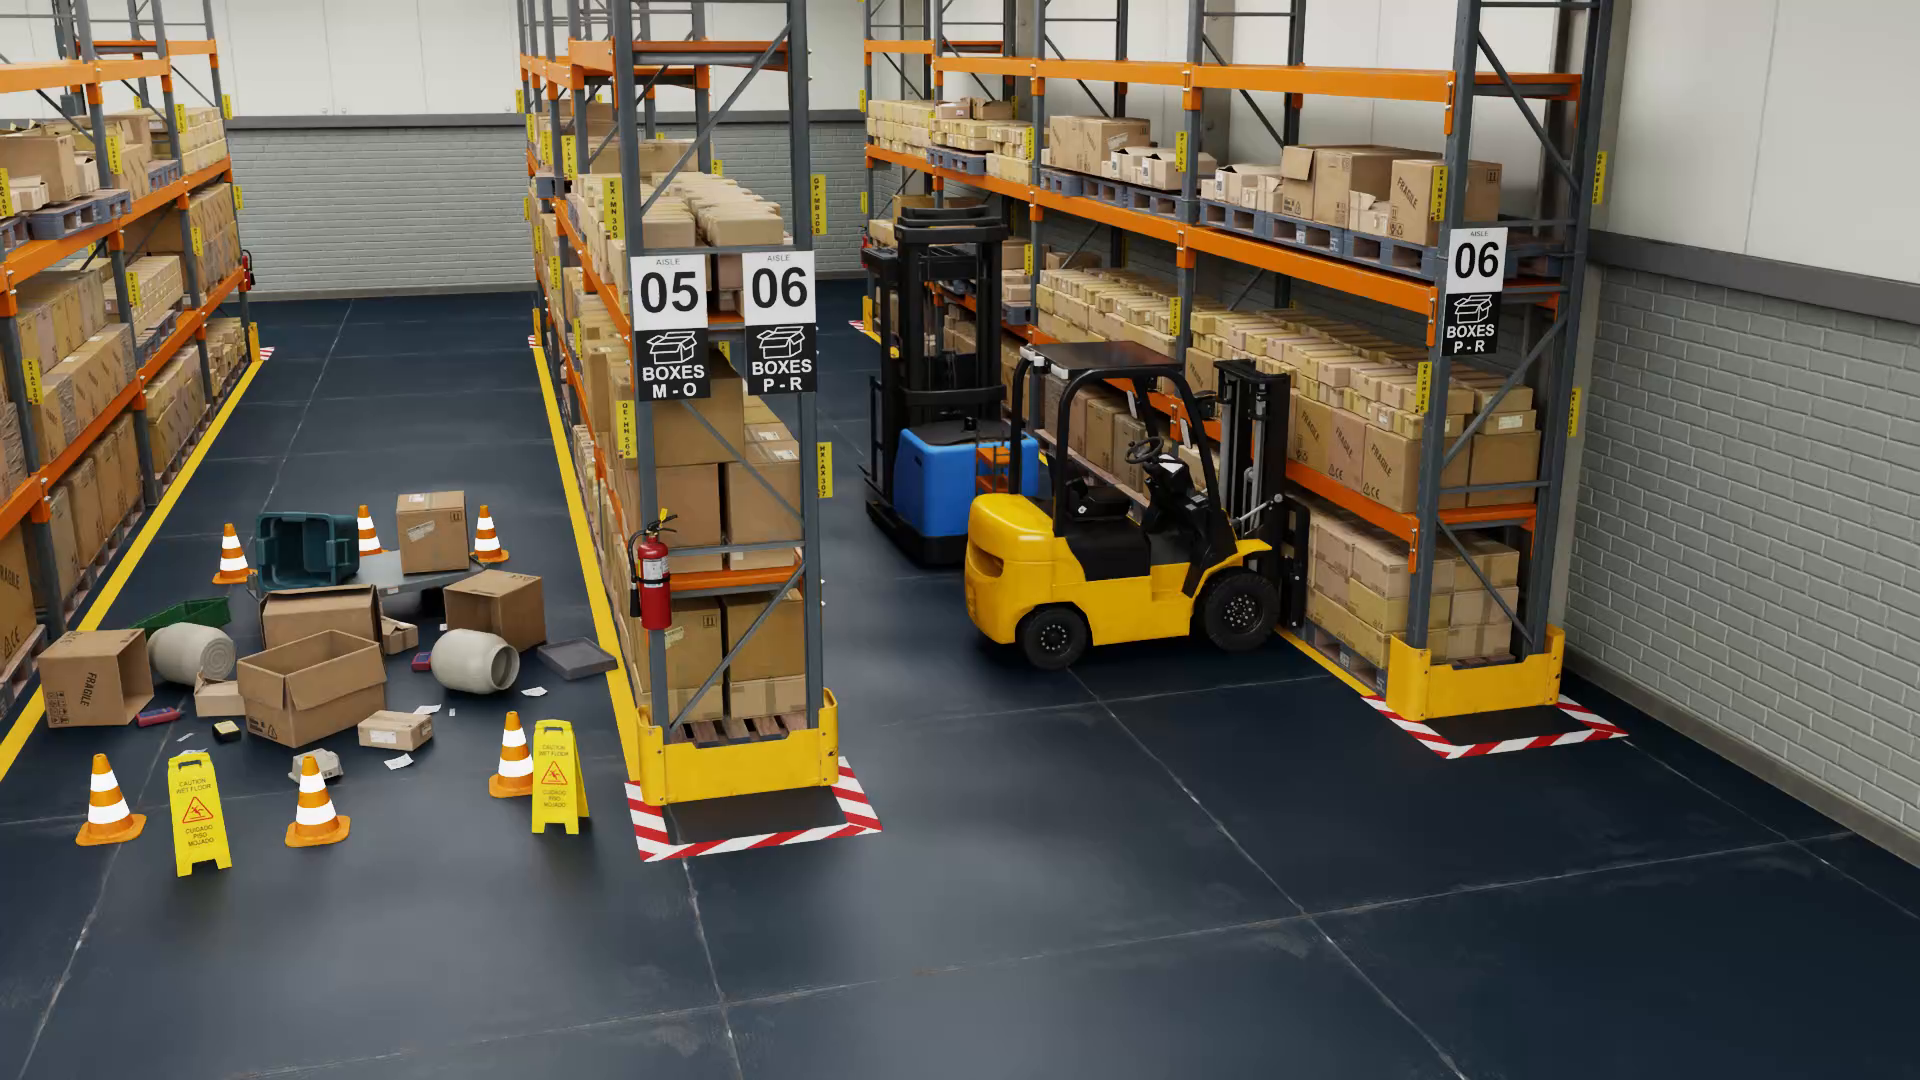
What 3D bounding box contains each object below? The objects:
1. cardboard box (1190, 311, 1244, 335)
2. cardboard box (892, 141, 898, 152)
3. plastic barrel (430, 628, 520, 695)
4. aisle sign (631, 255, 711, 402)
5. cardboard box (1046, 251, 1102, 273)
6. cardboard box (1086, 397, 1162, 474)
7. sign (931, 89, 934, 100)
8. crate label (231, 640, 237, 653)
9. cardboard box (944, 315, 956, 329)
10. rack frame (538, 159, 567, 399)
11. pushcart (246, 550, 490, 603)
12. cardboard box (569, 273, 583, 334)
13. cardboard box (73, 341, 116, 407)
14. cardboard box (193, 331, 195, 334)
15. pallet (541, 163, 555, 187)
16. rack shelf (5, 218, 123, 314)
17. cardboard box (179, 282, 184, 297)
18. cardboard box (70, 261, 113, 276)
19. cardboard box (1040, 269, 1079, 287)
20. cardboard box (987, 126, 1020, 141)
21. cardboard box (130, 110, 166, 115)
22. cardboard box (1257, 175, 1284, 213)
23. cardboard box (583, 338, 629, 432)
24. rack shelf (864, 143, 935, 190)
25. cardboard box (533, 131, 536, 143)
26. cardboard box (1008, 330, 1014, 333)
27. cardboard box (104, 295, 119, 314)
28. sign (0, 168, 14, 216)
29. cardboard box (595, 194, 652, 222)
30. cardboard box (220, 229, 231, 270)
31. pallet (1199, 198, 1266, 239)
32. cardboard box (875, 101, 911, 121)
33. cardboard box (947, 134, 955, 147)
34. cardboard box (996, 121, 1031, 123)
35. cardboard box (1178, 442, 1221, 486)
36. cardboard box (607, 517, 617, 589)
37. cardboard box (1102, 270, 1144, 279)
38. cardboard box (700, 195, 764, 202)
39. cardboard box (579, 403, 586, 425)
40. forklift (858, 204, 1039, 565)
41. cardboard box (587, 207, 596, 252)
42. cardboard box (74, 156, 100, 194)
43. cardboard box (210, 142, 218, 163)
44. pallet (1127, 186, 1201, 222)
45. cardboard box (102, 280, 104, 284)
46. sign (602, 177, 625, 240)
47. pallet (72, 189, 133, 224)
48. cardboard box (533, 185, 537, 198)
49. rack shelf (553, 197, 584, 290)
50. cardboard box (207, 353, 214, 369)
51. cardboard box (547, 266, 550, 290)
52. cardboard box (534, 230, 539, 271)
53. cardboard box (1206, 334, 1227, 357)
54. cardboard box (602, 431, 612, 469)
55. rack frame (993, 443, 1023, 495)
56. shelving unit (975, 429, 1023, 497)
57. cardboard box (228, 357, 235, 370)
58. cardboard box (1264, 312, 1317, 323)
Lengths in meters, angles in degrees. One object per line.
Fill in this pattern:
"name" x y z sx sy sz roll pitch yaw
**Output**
"cardboard box" 2.166 -1.833 14.023 0.380 0.149 0.250 -4 17 -14
"cardboard box" -0.742 -5.541 23.408 0.380 0.149 0.250 -5 17 -15
"plastic barrel" -3.332 0.838 11.426 0.512 0.421 0.421 7 18 23
"aisle sign" -1.570 -1.149 9.045 0.394 0.787 0.004 -5 17 -15
"cardboard box" 1.274 -2.954 18.669 0.500 0.500 0.500 -4 17 -13
"cardboard box" 1.795 -1.074 16.712 0.875 0.625 0.625 -5 18 -18
"sign" -0.395 -6.662 25.164 0.100 0.325 0.005 -5 17 -15
"crate label" -5.415 0.798 12.057 0.250 0.136 0.298 11 20 32
"cardboard box" 0.008 -2.851 21.717 0.380 0.149 0.250 -4 17 -13
"rack frame" -4.606 -3.263 20.602 1.000 3.000 0.127 -5 17 -15
"pushcart" -4.586 0.399 12.966 1.648 0.377 0.936 -12 20 -34
"cardboard box" -3.456 -2.262 15.848 0.500 0.500 0.500 -4 17 -12
"cardboard box" -7.583 -1.406 14.244 0.500 0.500 0.500 -5 17 -16
"cardboard box" -10.428 -2.833 22.360 0.380 0.149 0.250 -4 17 -14
"pallet" -4.045 -3.986 18.122 1.003 0.211 1.213 -4 17 -13
"rack shelf" -7.689 -2.276 13.353 1.077 0.370 4.000 -5 17 -15
"cardboard box" -9.038 -2.831 18.868 0.380 0.149 0.250 -5 17 -17
"cardboard box" -9.589 -2.988 18.357 0.380 0.149 0.250 -4 17 -14
"cardboard box" 1.069 -2.798 17.750 0.380 0.149 0.250 -4 17 -14
"cardboard box" 0.529 -4.679 19.152 0.380 0.149 0.250 -5 17 -15
"cardboard box" -10.271 -5.355 21.050 0.380 0.149 0.250 -4 17 -14
"cardboard box" 2.480 -2.631 12.612 0.396 0.266 0.258 -5 17 -17
"cardboard box" -2.030 -1.011 10.674 0.700 0.500 0.500 -5 17 -16
"rack shelf" -0.384 -5.302 23.426 1.077 0.370 4.000 -5 17 -15
"cardboard box" -4.805 -4.671 19.577 0.396 0.266 0.258 -5 17 -16
"cardboard box" 0.816 -2.604 20.896 0.380 0.149 0.250 -4 17 -14
"cardboard box" -8.180 -2.248 15.894 0.380 0.149 0.250 -5 17 -15
"sign" -6.606 -2.398 11.470 0.100 0.325 0.005 -5 17 -15
"cardboard box" -2.139 -2.134 10.679 0.380 0.149 0.250 -4 17 -14
"cardboard box" -9.781 -3.755 21.546 0.500 0.500 0.500 -5 17 -15
"pallet" 2.623 -2.604 13.348 1.003 0.211 1.213 -5 17 -15
"cardboard box" -0.932 -6.225 24.123 0.500 0.250 0.500 -5 17 -16
"cardboard box" 0.054 -4.895 20.352 0.380 0.149 0.250 -4 17 -14
"cardboard box" 0.639 -5.006 20.204 0.380 0.149 0.250 -5 18 -17
"cardboard box" 2.195 -0.648 14.208 0.500 0.250 0.500 -5 17 -16
"cardboard box" -2.347 0.038 12.358 0.500 0.500 0.500 -4 17 -13
"cardboard box" 1.728 -2.771 17.663 0.380 0.149 0.250 -4 17 -14
"cardboard box" -1.455 -2.114 10.613 0.380 0.149 0.250 -4 17 -14
"cardboard box" -3.617 -1.538 17.822 0.875 0.875 0.875 -5 17 -16
"forklift" -0.248 -1.581 15.119 1.130 2.935 3.031 -5 17 -17
"cardboard box" -2.274 -2.133 11.368 0.500 0.250 0.500 -5 17 -15
"cardboard box" -7.663 -3.115 14.146 0.500 0.311 0.500 -5 17 -15
"cardboard box" -9.787 -4.932 21.202 0.500 0.250 0.500 -4 17 -13
"pallet" 2.109 -3.032 14.950 0.805 0.209 1.217 -5 18 -17
"cardboard box" -9.455 -2.707 17.940 0.380 0.149 0.250 -5 18 -18
"sign" -1.847 -1.766 8.865 0.100 0.325 0.005 -5 17 -15
"pallet" -8.011 -2.910 14.539 1.213 0.211 1.003 -4 17 -13
"cardboard box" -5.488 -4.655 22.195 0.380 0.149 0.250 -5 17 -17
"rack shelf" -2.957 -2.696 14.749 1.077 0.370 4.000 -5 17 -15
"cardboard box" -9.252 -2.157 20.111 0.380 0.149 0.250 -4 17 -13
"cardboard box" -4.473 -3.003 19.128 0.500 0.250 0.500 -4 17 -15
"cardboard box" -5.561 -3.982 22.822 0.500 0.500 0.500 -5 17 -16
"cardboard box" 2.271 -1.622 13.837 0.380 0.149 0.250 -4 17 -14
"cardboard box" -2.269 -0.820 11.778 0.500 0.500 0.500 -5 17 -16
"rack frame" 0.382 -0.194 13.510 0.240 1.200 0.015 -5 19 -15
"shelving unit" 0.314 -0.266 13.733 0.258 1.200 0.503 -5 19 -15
"cardboard box" -9.668 -2.304 21.634 0.380 0.149 0.250 -4 17 -14
"cardboard box" 2.771 -1.808 13.938 0.380 0.149 0.250 -5 17 -17
